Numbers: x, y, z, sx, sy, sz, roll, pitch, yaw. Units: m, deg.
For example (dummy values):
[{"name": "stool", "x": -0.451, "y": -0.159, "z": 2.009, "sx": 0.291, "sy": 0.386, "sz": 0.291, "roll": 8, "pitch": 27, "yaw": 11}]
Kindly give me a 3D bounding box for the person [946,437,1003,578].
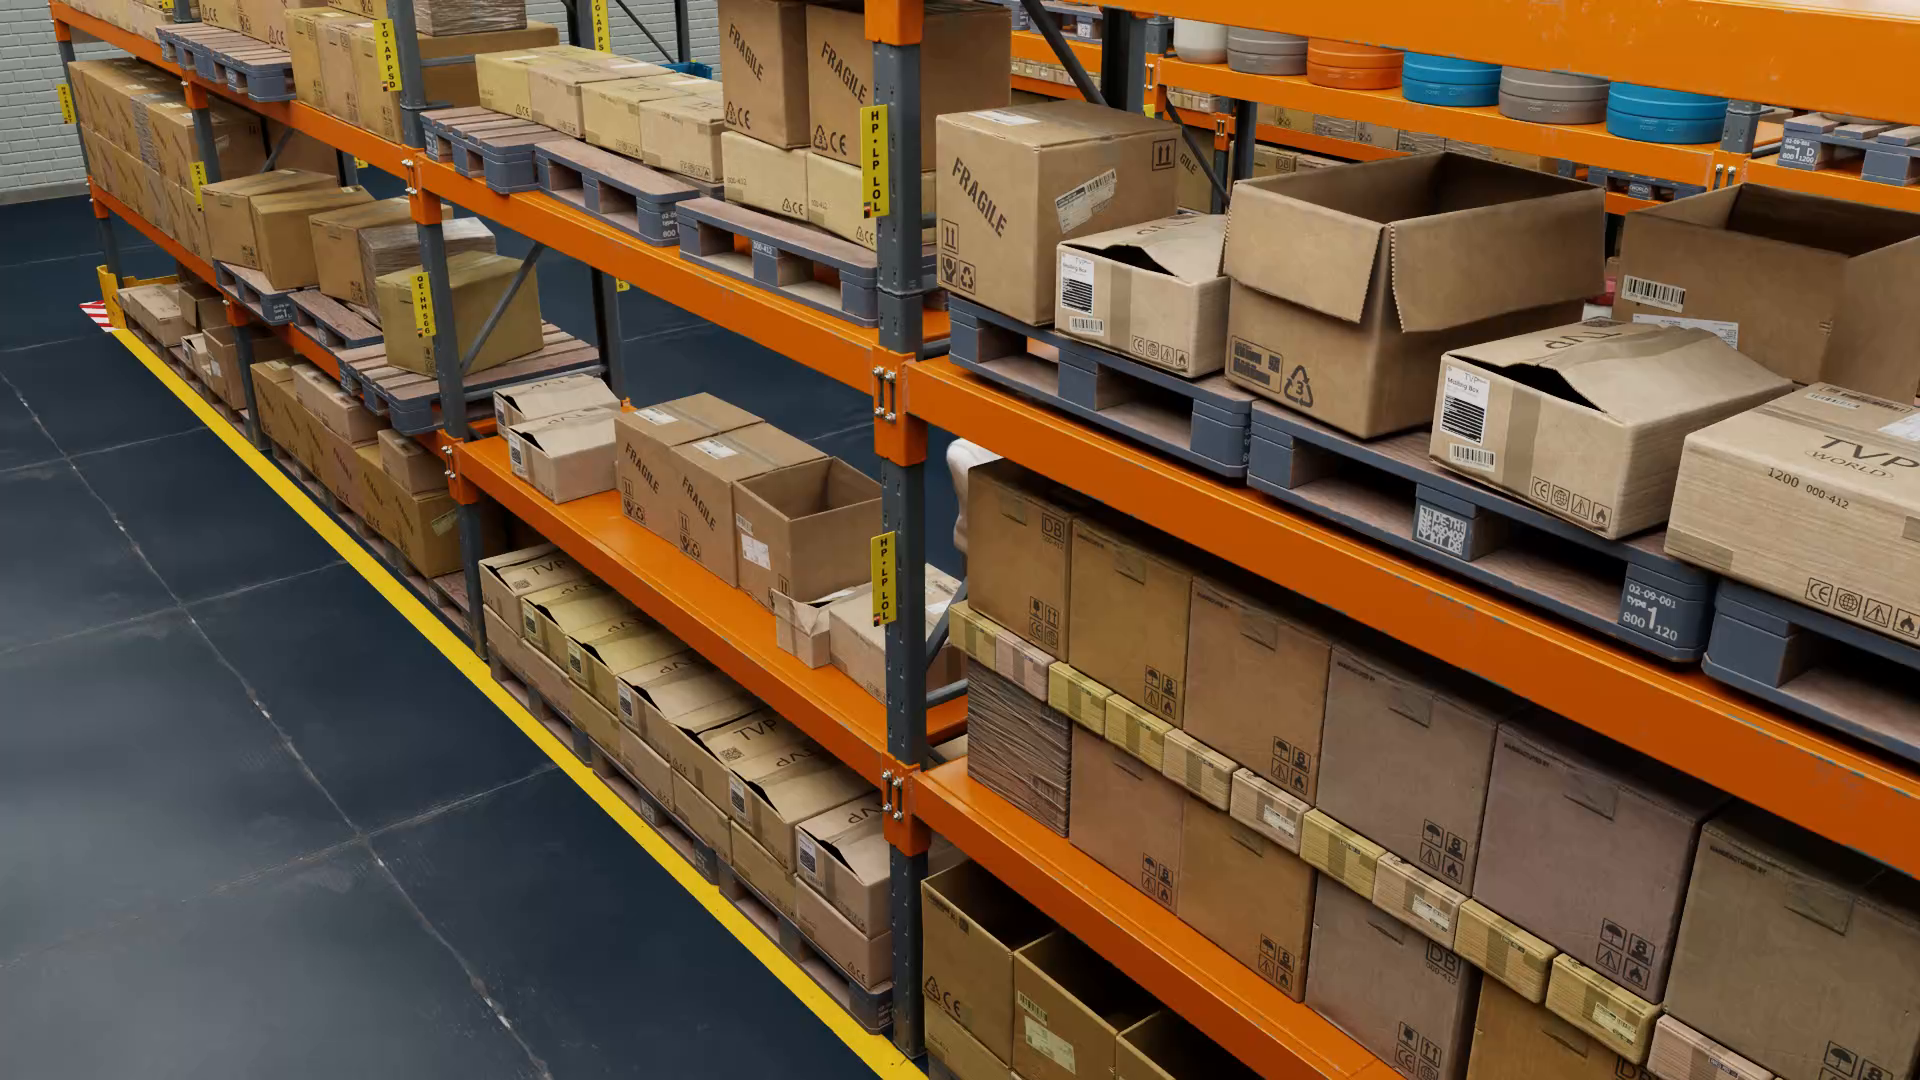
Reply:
[{"name": "person", "x": 0.251, "y": 0.063, "z": 8.446, "sx": 0.504, "sy": 1.760, "sz": 0.575, "roll": -17, "pitch": 30, "yaw": -33}]
